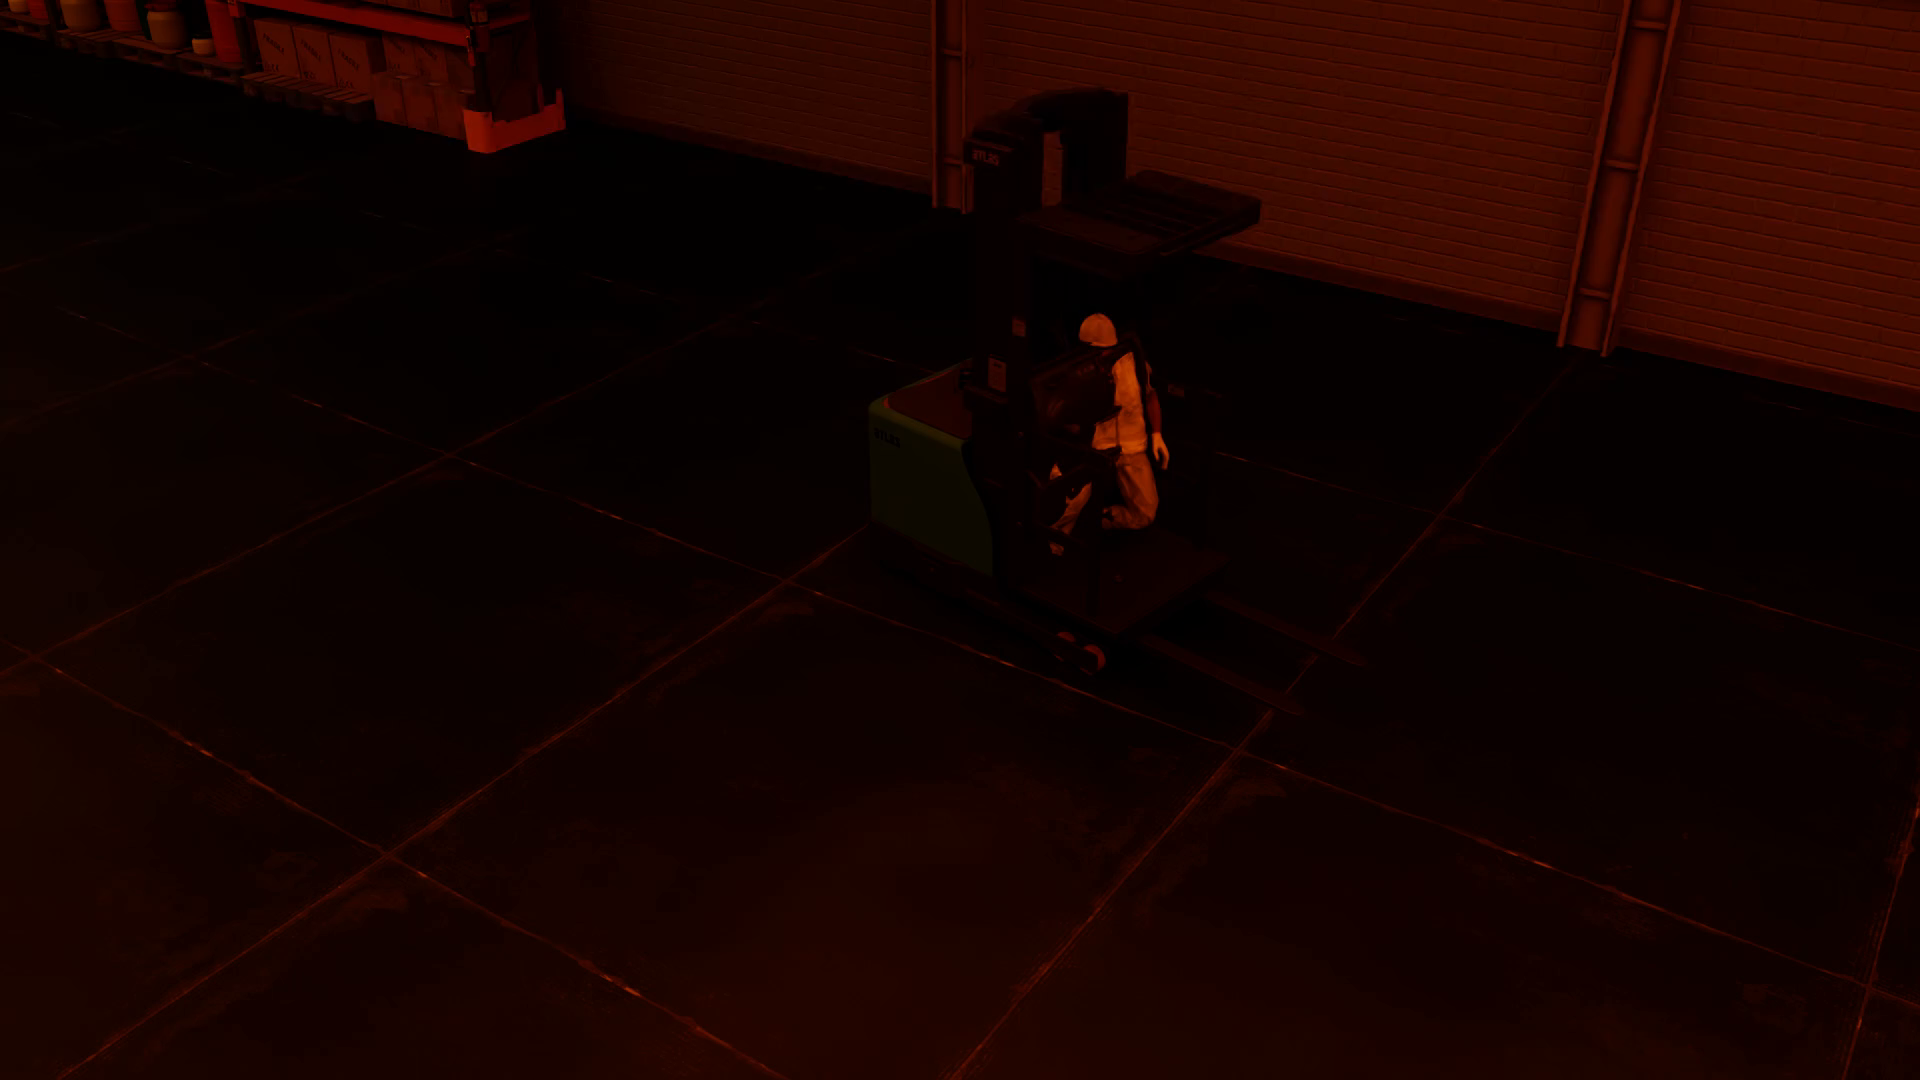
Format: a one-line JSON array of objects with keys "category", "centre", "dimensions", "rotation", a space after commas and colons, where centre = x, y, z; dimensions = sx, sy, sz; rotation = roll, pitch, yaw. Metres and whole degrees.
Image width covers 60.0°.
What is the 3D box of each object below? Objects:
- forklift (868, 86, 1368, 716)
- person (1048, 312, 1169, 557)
[{"category": "forklift", "centre": [0.862, -0.818, 8.989], "dimensions": [3.031, 2.935, 1.130], "rotation": [25, 39, 36]}, {"category": "person", "centre": [0.797, -0.513, 9.427], "dimensions": [0.819, 1.514, 0.721], "rotation": [-5, 31, -9]}]
